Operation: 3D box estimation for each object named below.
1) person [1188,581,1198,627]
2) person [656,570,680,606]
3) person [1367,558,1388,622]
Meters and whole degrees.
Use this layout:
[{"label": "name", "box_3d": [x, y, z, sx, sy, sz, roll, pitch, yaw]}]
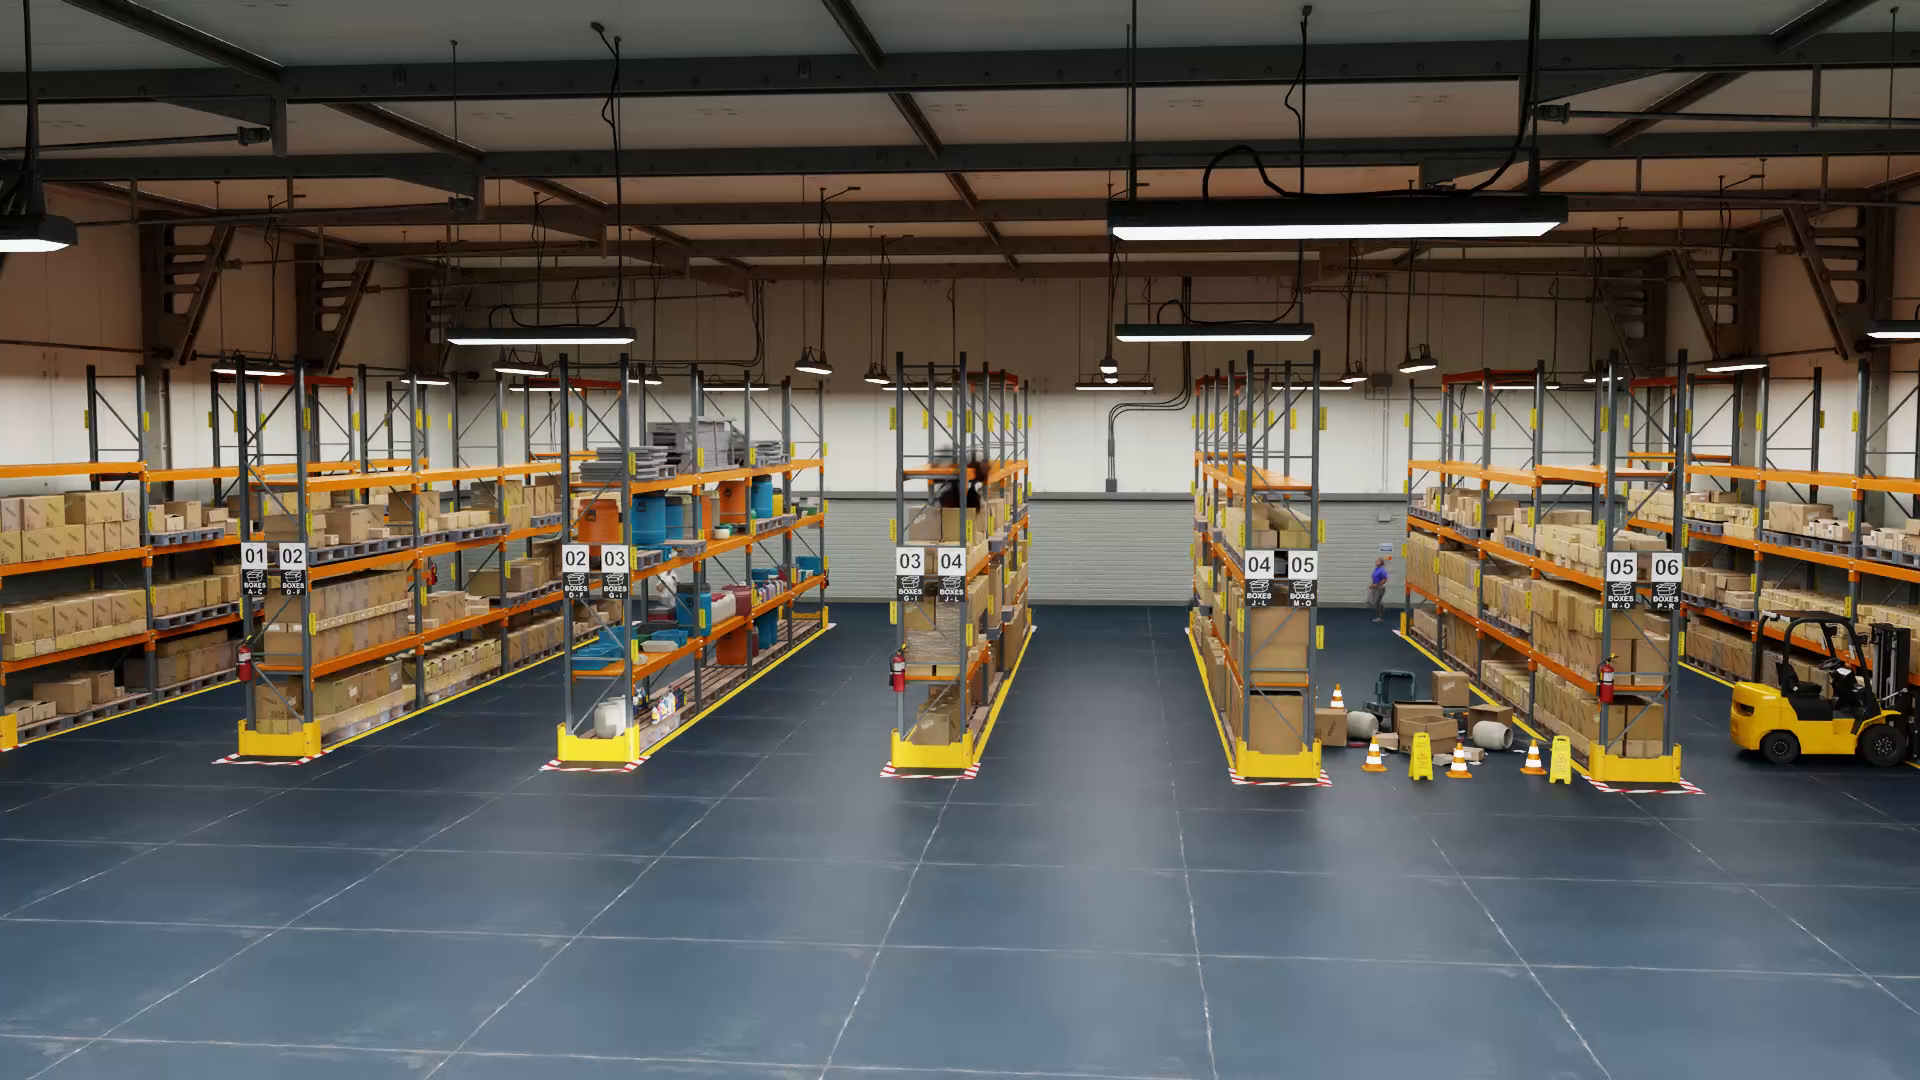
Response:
[{"label": "person", "box_3d": [5.793, 1.367, 40.514, 0.481, 1.550, 0.600, 1, 4, 15]}, {"label": "person", "box_3d": [-6.934, 1.363, 39.513, 0.578, 1.697, 0.864, -1, 4, -14]}, {"label": "person", "box_3d": [10.475, 1.246, 41.650, 0.558, 1.612, 0.574, -1, 4, -16]}]
